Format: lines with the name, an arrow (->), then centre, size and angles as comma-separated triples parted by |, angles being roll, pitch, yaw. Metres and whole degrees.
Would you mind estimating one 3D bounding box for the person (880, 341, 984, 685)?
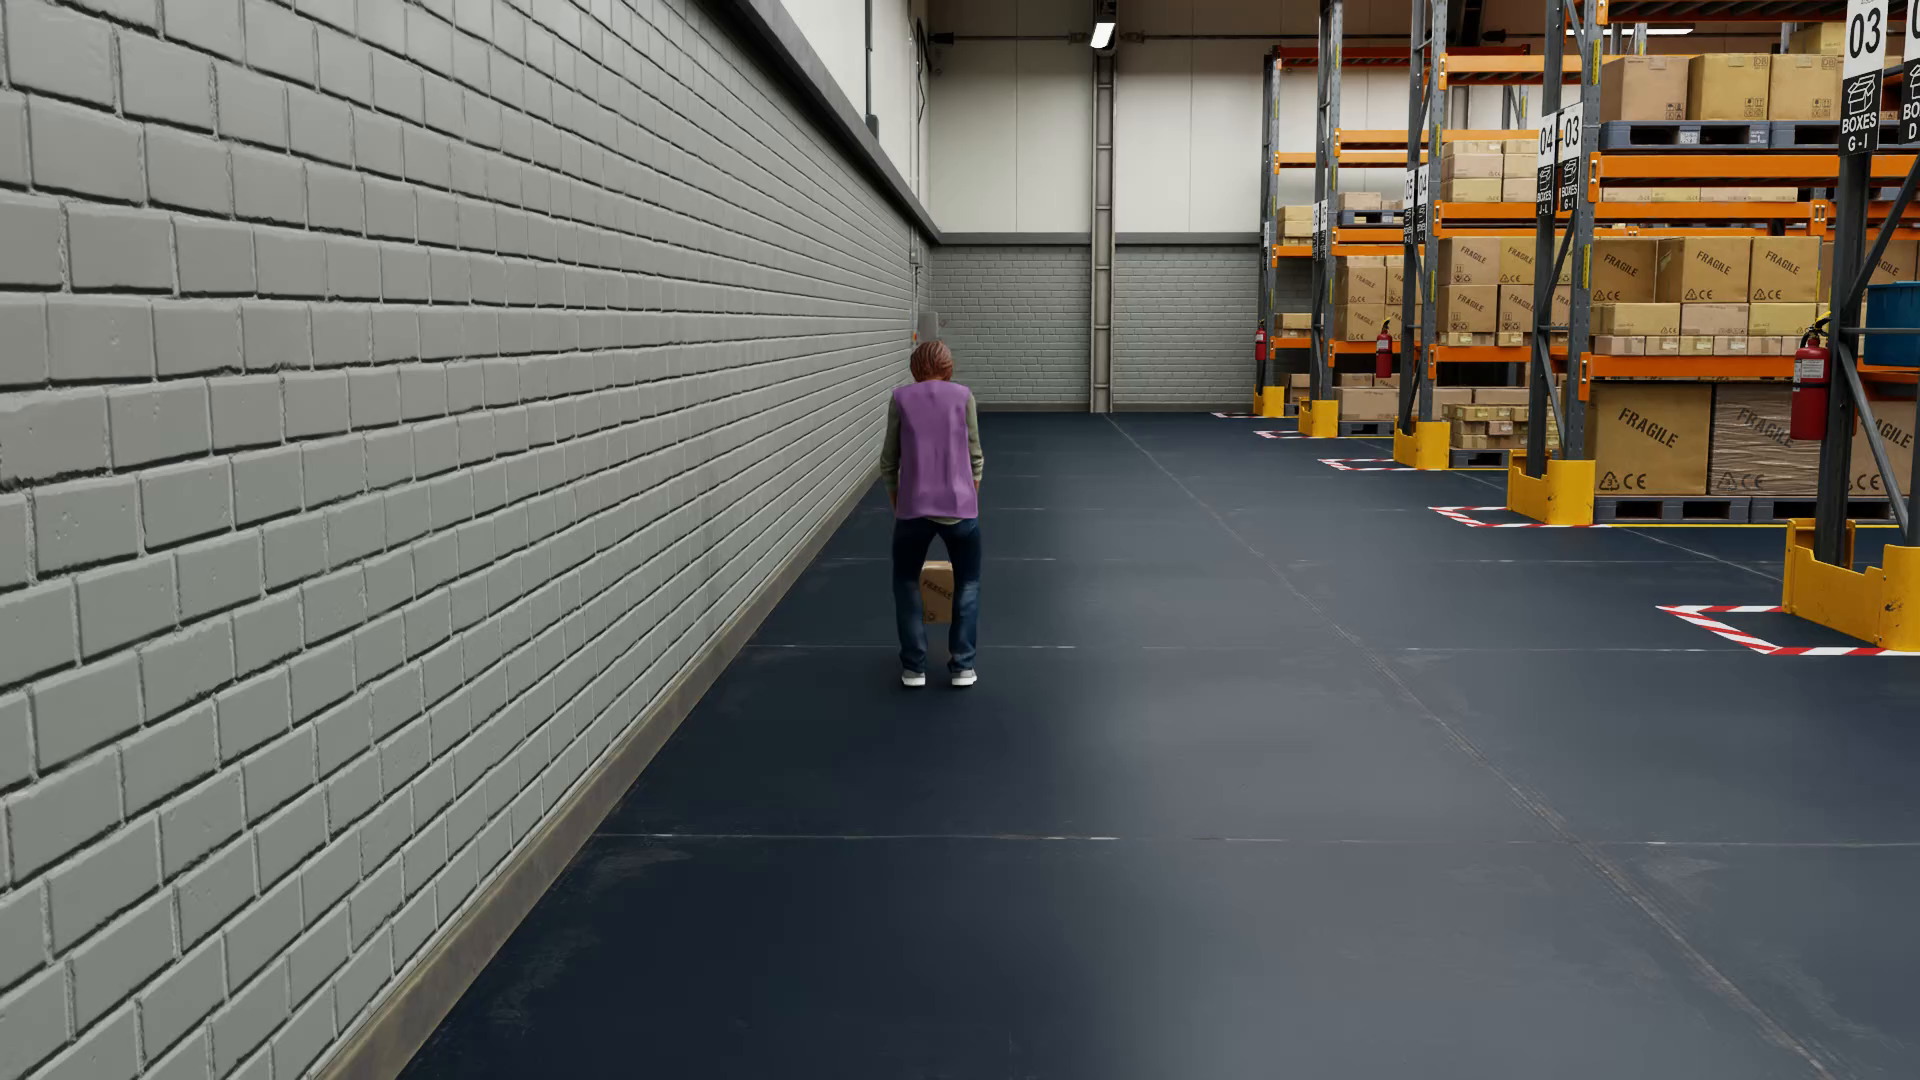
person -> -0.123, -0.101, 7.141 | 0.447, 1.466, 0.497 | 0, 7, 2
